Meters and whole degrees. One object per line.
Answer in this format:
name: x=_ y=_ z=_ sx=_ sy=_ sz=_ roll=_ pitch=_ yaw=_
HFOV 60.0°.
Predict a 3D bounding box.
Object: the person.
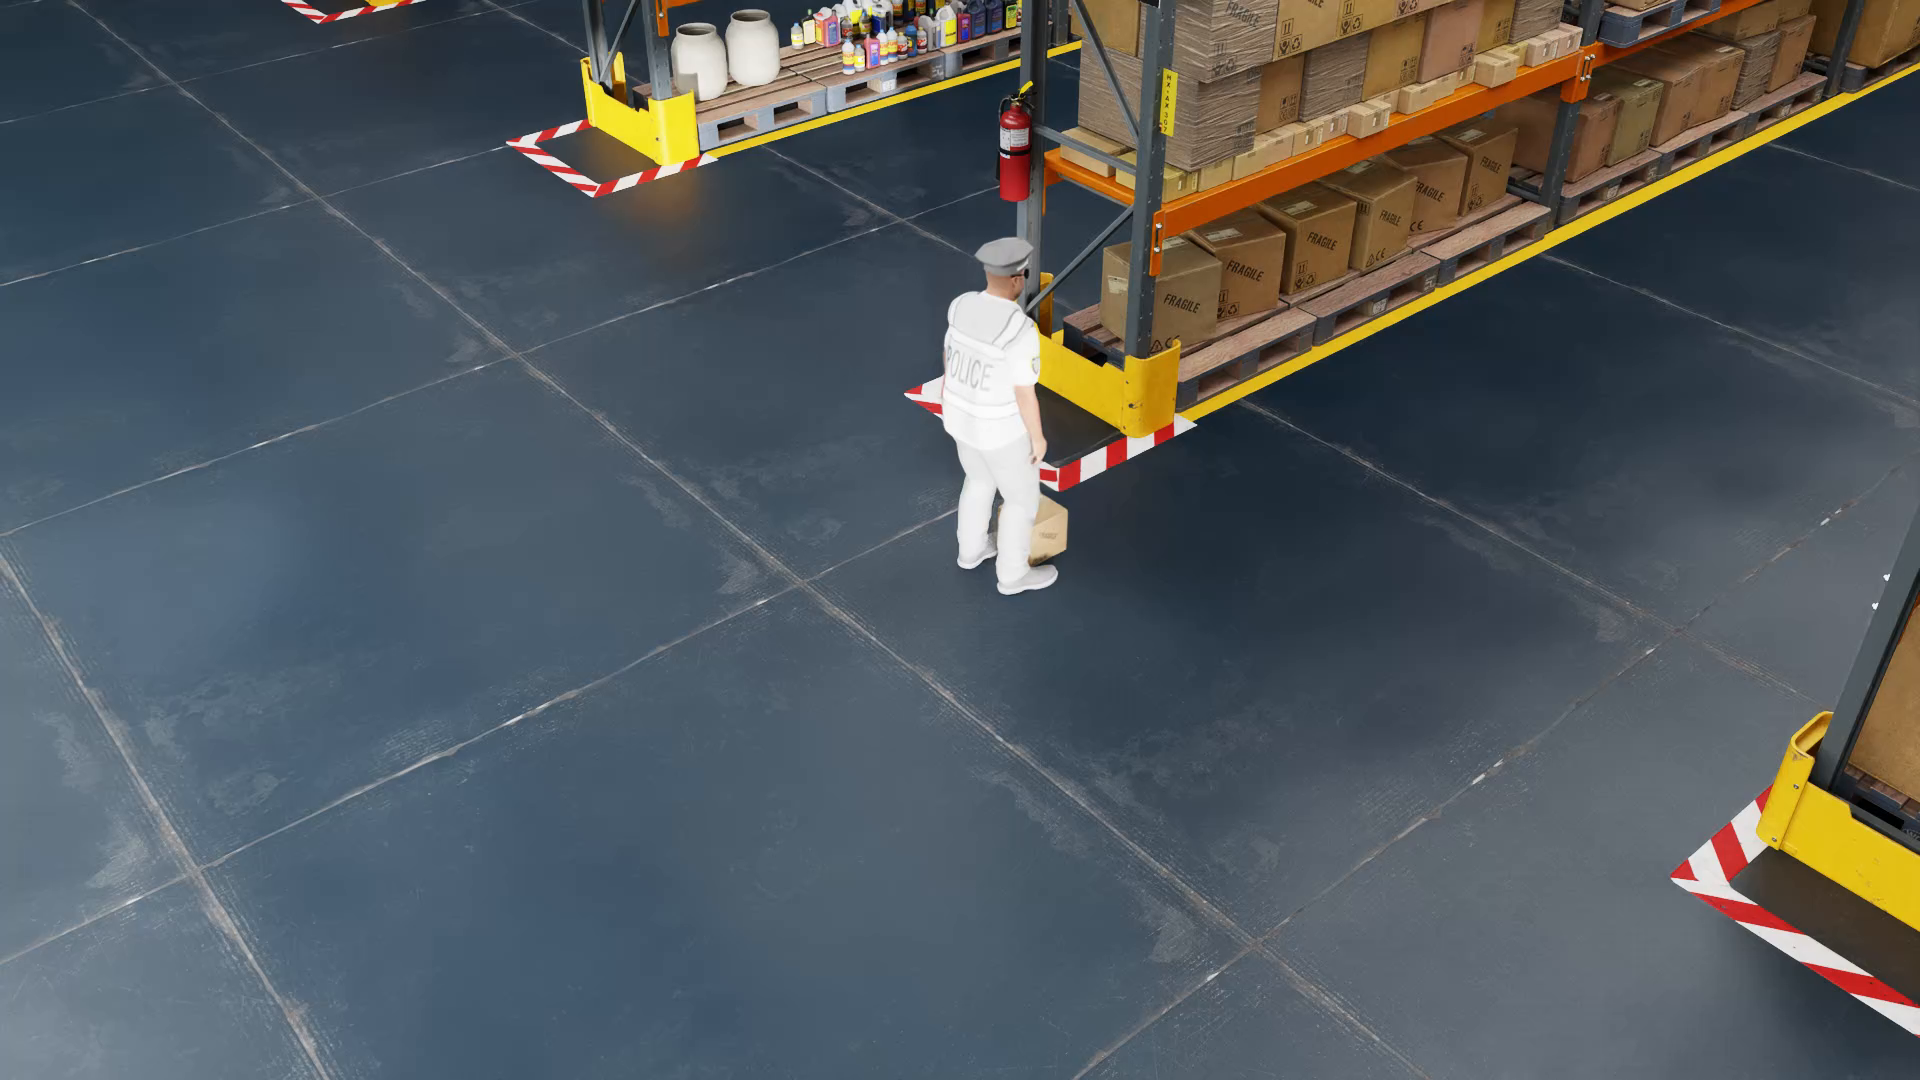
person: x=0.159 y=-0.559 z=7.852 sx=0.436 sy=1.746 sz=0.590 roll=-28 pitch=44 yaw=-33
